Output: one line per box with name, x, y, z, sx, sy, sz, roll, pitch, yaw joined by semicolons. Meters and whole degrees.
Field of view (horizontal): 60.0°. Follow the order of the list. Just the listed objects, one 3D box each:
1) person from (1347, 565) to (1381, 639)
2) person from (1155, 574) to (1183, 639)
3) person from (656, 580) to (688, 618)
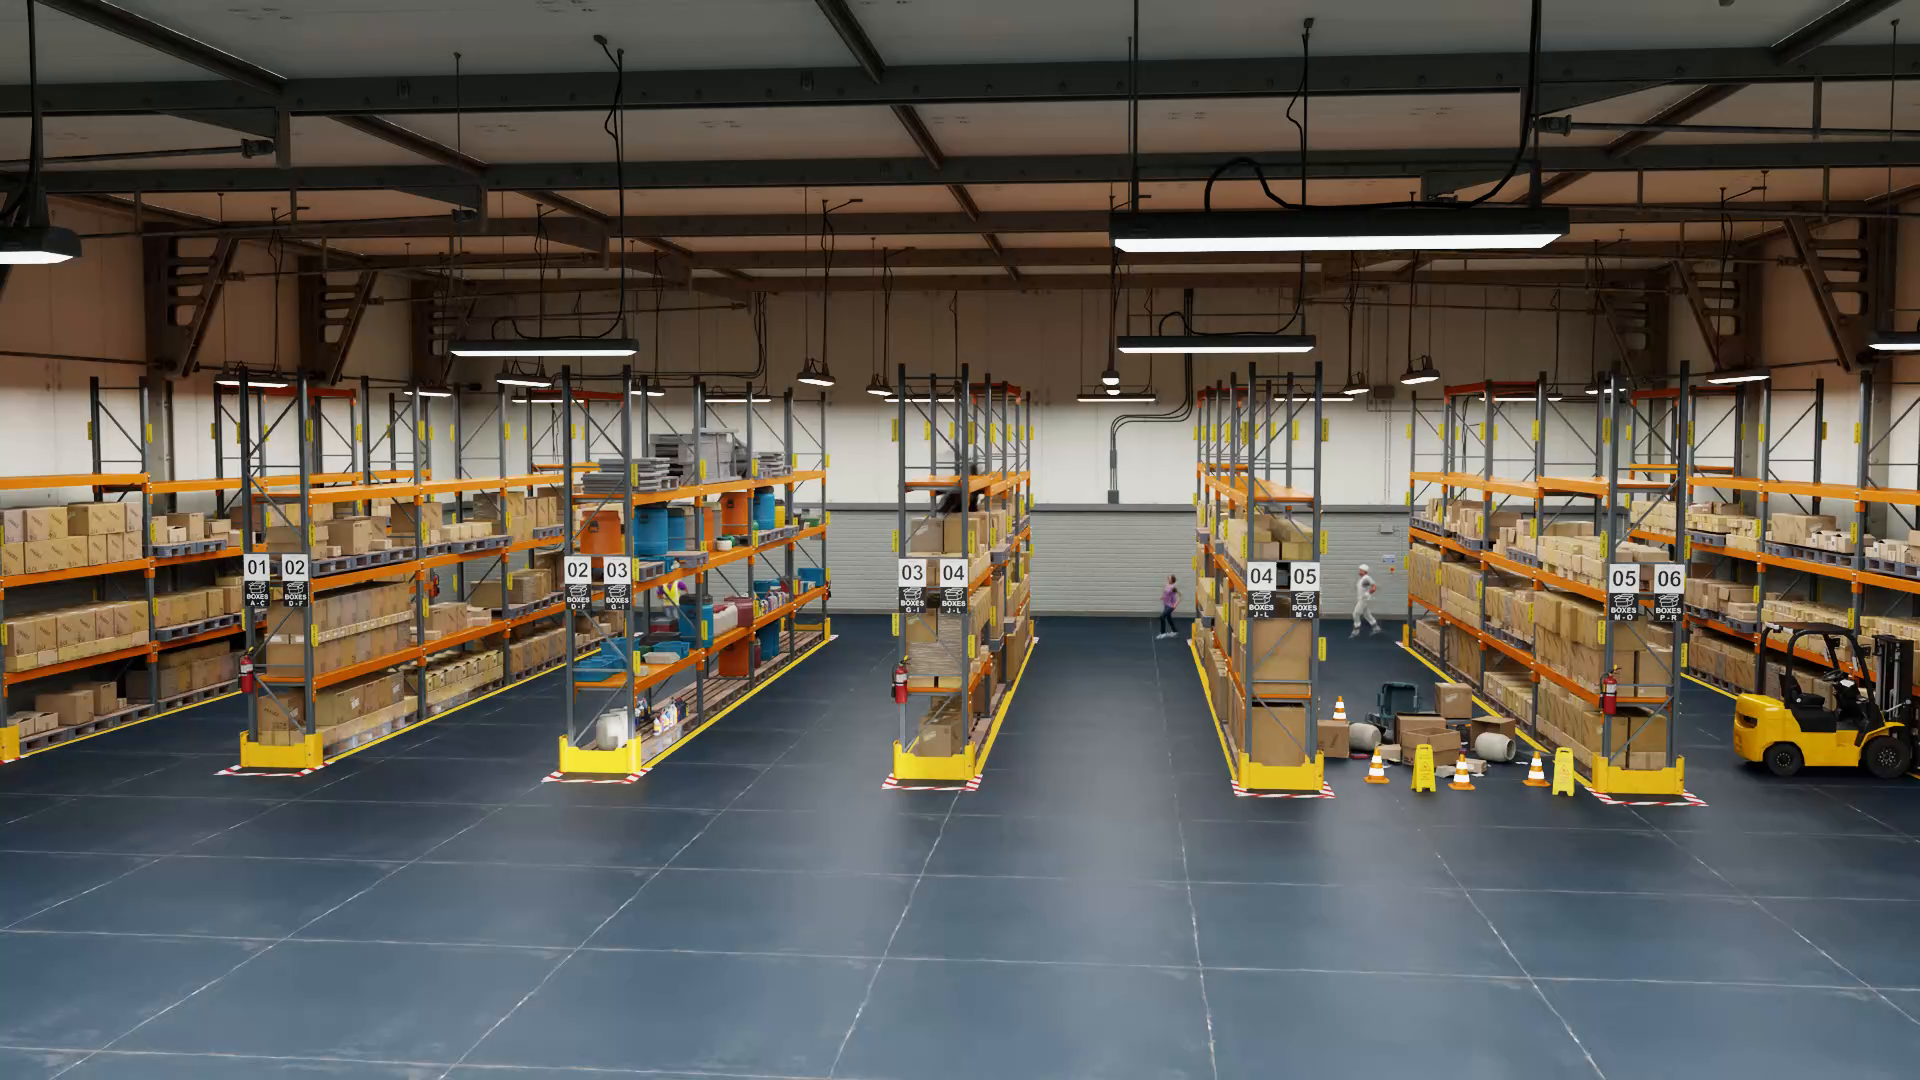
person;9.854;1.516;40.456;0.820;1.845;0.655;1;4;8
person;5.111;1.628;40.416;0.652;1.596;0.593;-2;4;-24
person;-6.900;1.598;39.759;0.699;1.780;0.647;0;4;6
